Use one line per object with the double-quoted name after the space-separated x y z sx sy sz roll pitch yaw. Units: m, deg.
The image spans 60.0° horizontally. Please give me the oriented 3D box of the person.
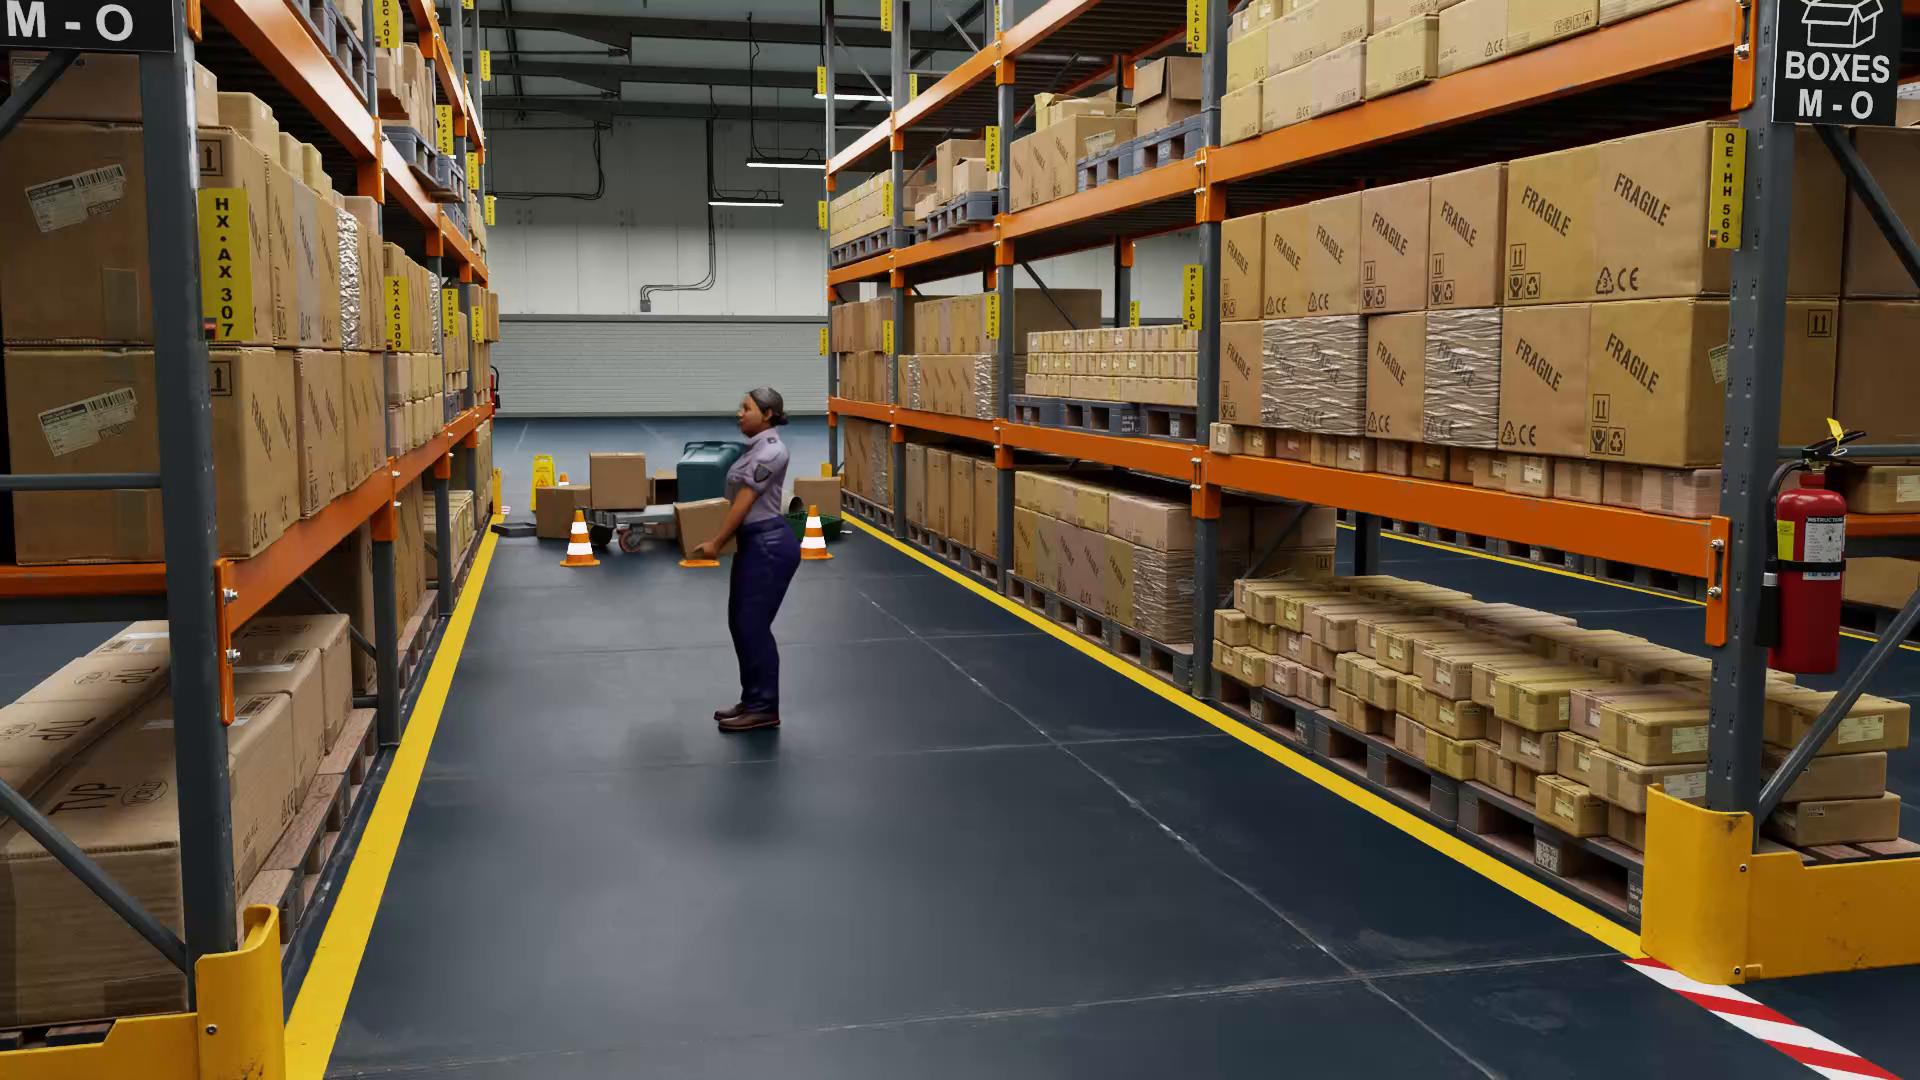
-1.039 0.084 8.028 0.528 1.647 0.435 -2 6 -14 "person"
